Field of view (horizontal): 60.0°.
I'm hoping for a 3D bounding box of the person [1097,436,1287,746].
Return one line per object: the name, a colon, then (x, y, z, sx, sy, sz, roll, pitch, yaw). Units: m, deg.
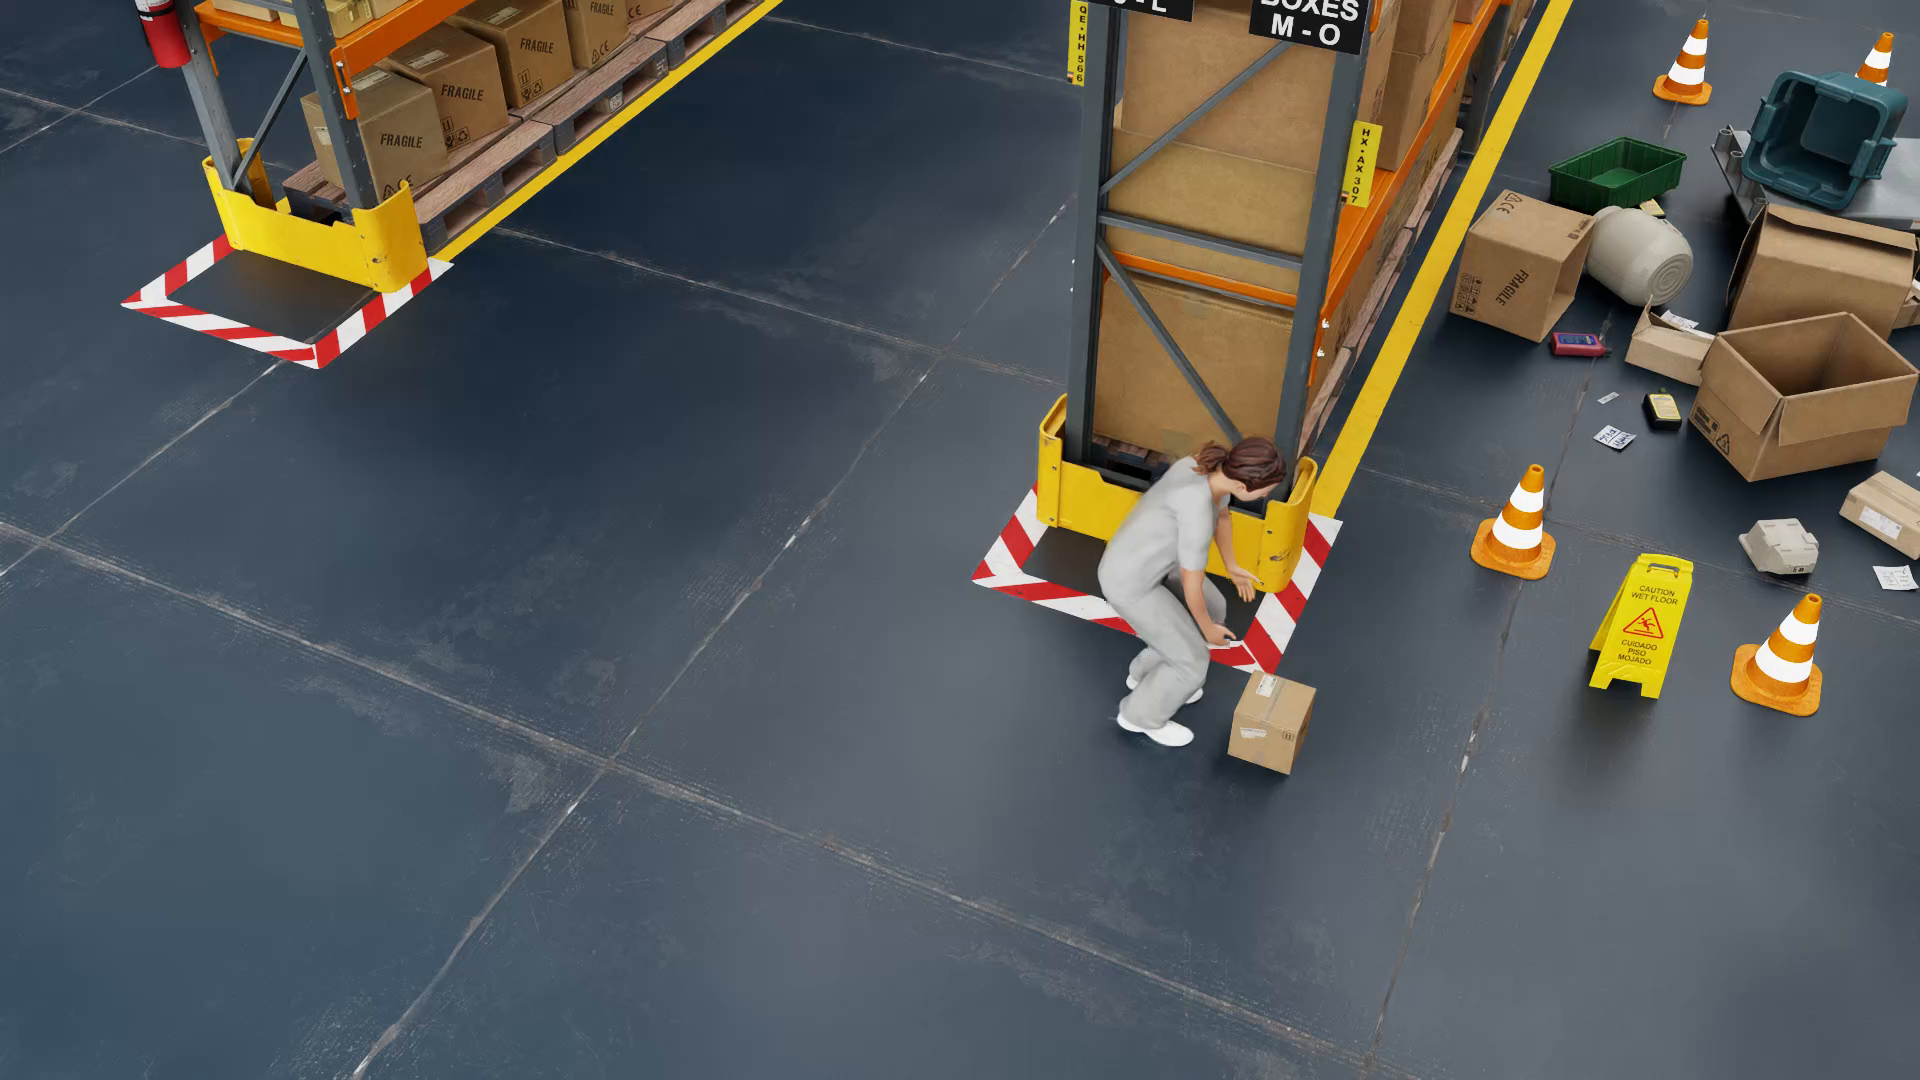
person: (0.835, 0.146, 6.198, 0.615, 1.417, 0.490, 14, 44, 15)
